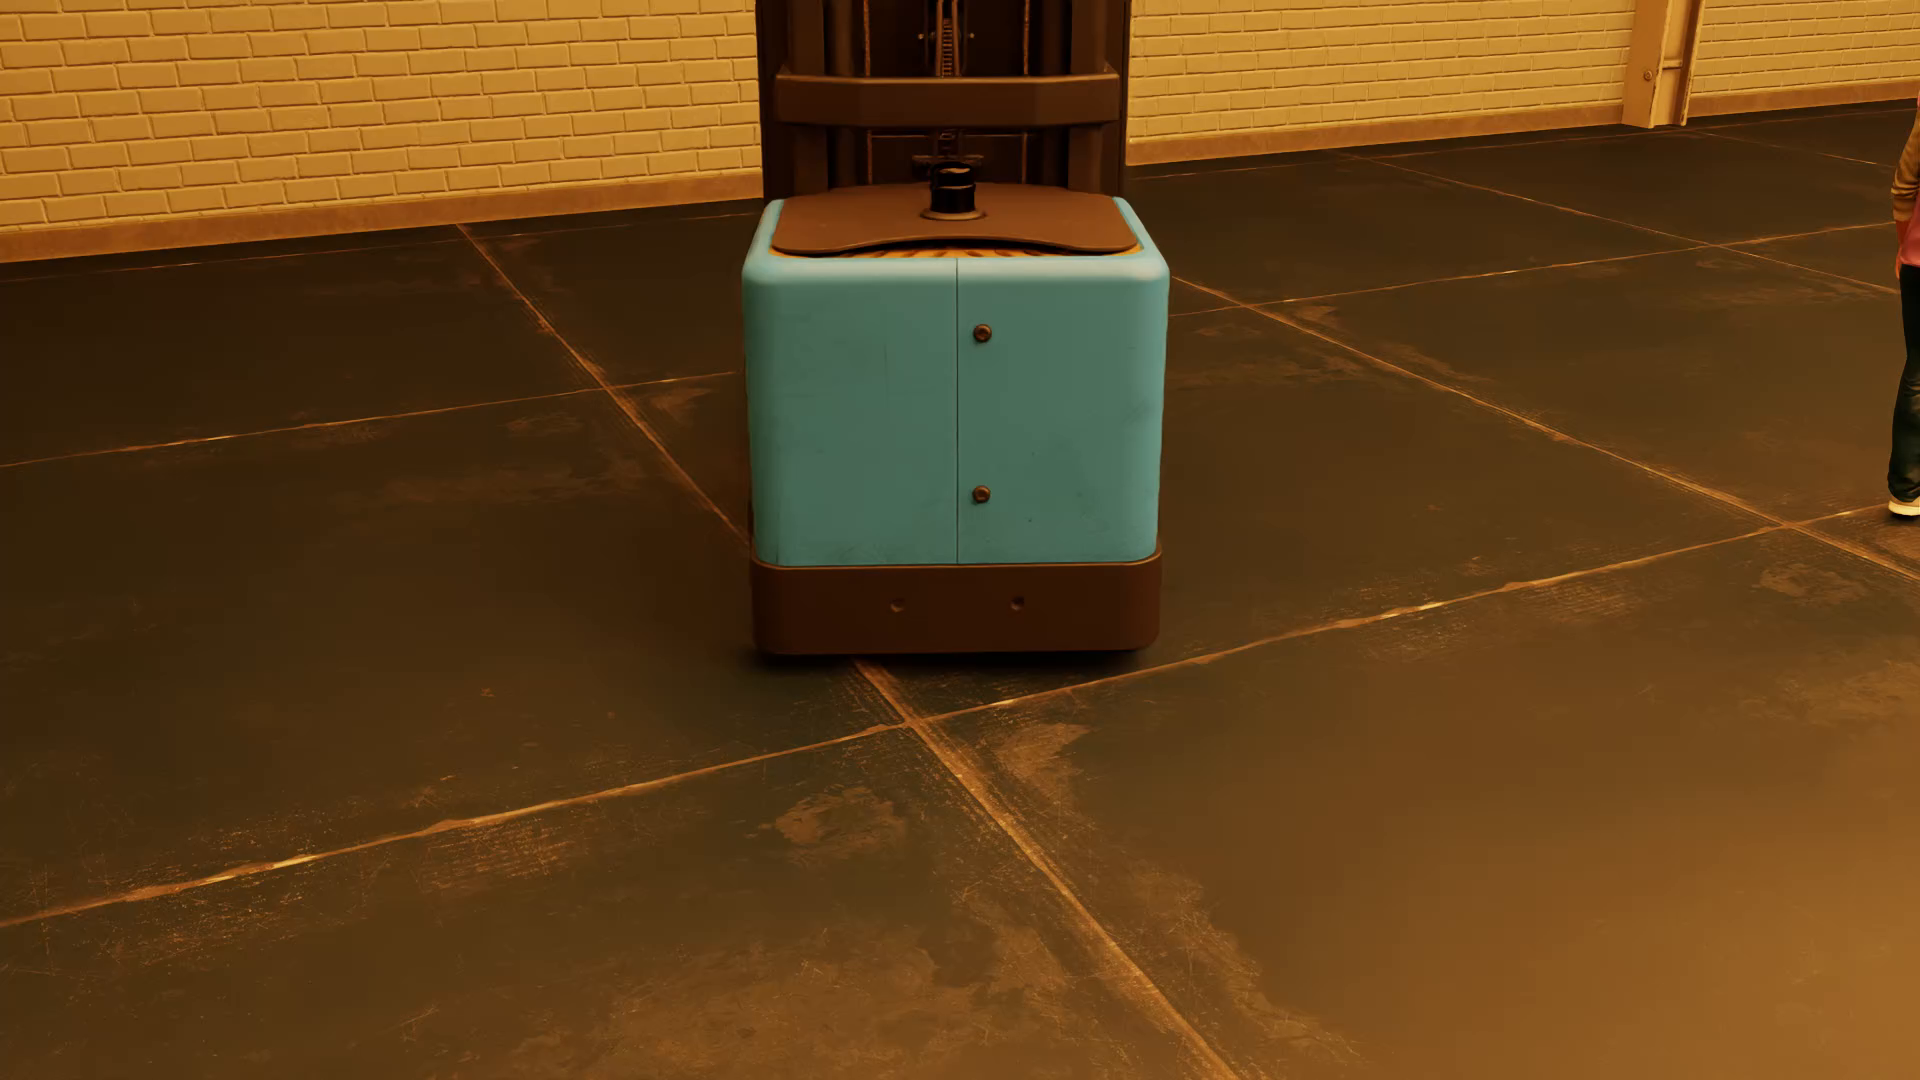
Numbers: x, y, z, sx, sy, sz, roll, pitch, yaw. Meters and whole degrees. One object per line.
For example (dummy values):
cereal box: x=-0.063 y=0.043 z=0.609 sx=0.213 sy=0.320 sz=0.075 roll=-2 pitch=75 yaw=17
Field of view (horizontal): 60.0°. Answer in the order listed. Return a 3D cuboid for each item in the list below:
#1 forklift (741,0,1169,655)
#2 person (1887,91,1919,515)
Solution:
forklift: x=-0.057 y=-1.580 z=5.090 sx=1.130 sy=2.935 sz=3.031 roll=-1 pitch=23 yaw=-2
person: x=3.071 y=-0.826 z=4.994 sx=0.475 sy=1.597 sz=0.520 roll=-11 pitch=25 yaw=-24
